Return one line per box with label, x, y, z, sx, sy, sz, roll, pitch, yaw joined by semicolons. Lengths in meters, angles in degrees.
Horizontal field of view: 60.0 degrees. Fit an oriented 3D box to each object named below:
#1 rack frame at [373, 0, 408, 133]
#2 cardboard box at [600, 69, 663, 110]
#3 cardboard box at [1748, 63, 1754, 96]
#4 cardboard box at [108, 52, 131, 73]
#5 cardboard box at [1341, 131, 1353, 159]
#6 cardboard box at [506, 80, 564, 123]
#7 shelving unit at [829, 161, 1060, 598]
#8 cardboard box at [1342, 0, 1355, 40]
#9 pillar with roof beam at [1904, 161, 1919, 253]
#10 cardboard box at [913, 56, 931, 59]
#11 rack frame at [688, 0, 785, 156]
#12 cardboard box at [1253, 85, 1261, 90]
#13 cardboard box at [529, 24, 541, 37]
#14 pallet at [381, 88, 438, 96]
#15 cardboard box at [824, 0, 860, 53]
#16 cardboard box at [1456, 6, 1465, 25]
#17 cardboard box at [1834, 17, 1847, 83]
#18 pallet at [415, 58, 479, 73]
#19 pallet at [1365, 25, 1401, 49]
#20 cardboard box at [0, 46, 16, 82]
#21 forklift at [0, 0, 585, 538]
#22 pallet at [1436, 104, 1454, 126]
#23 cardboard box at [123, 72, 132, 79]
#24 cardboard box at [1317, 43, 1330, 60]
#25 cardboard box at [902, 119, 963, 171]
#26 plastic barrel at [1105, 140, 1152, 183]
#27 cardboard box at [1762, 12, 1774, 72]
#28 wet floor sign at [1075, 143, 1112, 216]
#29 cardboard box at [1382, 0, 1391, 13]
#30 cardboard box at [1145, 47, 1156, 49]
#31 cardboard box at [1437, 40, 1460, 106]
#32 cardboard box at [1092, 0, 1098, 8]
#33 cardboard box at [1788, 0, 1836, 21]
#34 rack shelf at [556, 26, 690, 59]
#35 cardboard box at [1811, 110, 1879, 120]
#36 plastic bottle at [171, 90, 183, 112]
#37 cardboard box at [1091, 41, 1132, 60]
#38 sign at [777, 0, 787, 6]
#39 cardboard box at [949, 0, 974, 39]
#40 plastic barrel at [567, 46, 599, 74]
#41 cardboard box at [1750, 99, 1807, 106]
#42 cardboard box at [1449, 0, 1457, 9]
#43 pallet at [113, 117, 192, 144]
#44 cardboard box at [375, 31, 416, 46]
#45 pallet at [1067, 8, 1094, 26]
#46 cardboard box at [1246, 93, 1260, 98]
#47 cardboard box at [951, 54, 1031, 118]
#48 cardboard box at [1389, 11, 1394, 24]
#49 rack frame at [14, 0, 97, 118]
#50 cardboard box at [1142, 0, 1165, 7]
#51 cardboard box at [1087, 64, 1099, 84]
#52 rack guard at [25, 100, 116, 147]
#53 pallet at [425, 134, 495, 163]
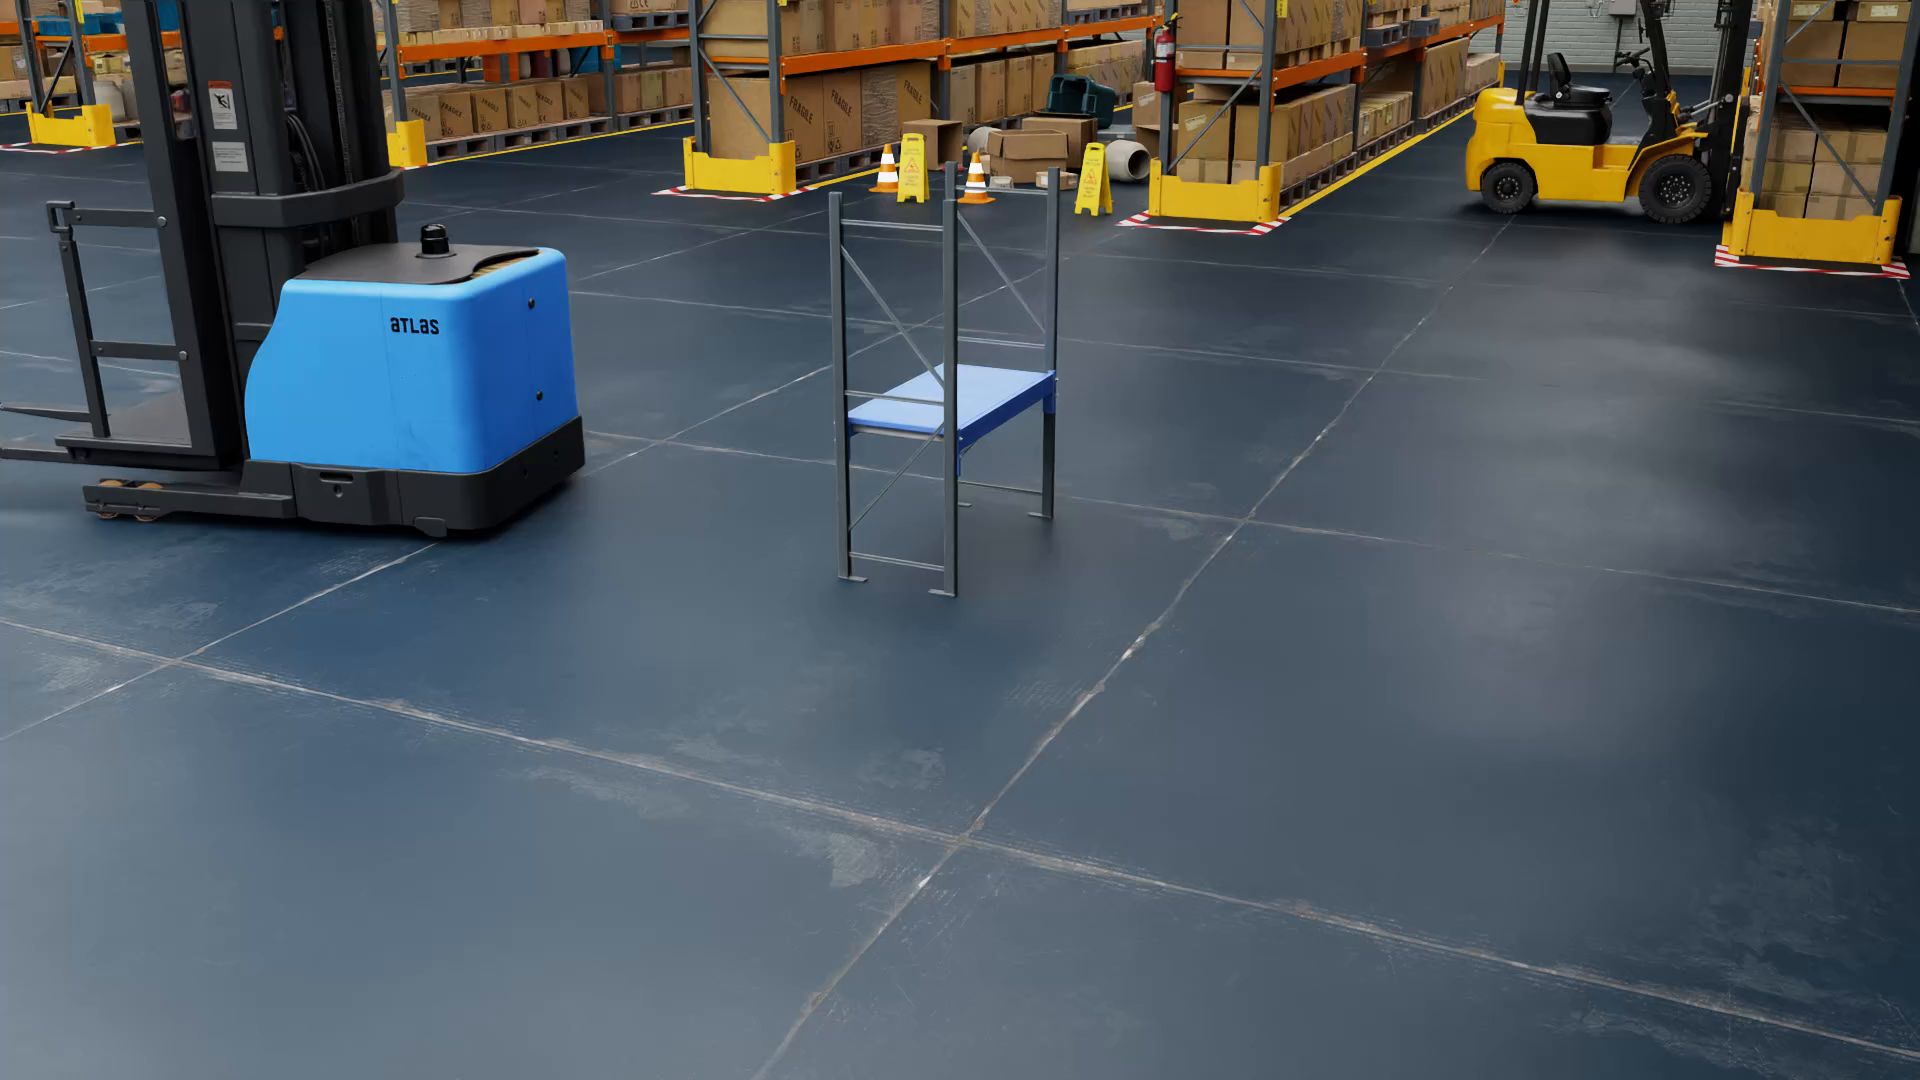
rack frame;-6.734;-5.746;18.649;1.000;3.000;0.127;9;21;23
cardboard box;-4.612;-6.326;23.354;0.700;0.500;0.500;8;21;22
cardboard box;12.242;-6.870;24.914;0.700;0.500;0.500;8;21;21
cardboard box;-13.525;-7.740;26.896;0.500;0.311;0.500;8;21;22
cardboard box;3.949;-4.294;18.042;0.500;0.250;0.500;10;22;25
cardboard box;-5.524;-5.696;21.612;0.500;0.500;0.500;17;26;40
shelving unit;-0.035;-0.681;6.644;0.538;1.500;1.048;9;21;23
cardboard box;3.786;-5.468;17.274;0.500;0.500;0.500;9;22;25
pillar with roof beam;4.017;-7.213;13.820;9.100;9.000;0.400;9;21;23
cardboard box;-1.108;-9.077;30.559;0.875;0.875;0.875;9;21;23
rack frame;-2.250;-5.034;16.648;1.000;3.000;0.127;9;21;23
cardboard box;3.035;-4.757;17.257;0.380;0.149;0.250;10;22;26
cardboard box;-5.473;-6.369;20.776;0.380;0.149;0.250;9;21;23
pallet;-8.830;-6.954;26.208;1.003;0.211;1.213;9;21;23
cardboard box;-1.590;-5.550;17.874;0.875;0.550;0.550;9;21;23
cardboard box;7.058;-7.656;24.245;0.500;0.250;0.500;8;21;22
cardboard box;7.487;-4.029;13.672;0.500;0.500;0.500;9;22;24
pallet;-10.574;-9.670;33.846;1.003;0.211;1.213;9;21;23
pallet;4.391;-5.732;18.897;1.003;0.211;1.213;9;21;23
cardboard box;-14.539;-7.108;24.838;0.500;0.500;0.500;9;21;23
forklift;-3.317;-1.626;7.168;3.031;2.935;1.130;4;20;12
pallet;6.476;-6.120;23.863;1.003;0.211;1.213;9;21;23
cardboard box;-13.530;-7.477;26.993;0.500;0.250;0.500;9;22;24
cardboard box;3.474;-4.882;16.594;0.380;0.149;0.250;9;21;23
cardboard box;-0.311;-4.465;18.775;0.500;0.500;0.500;13;23;32
plastic barrel;1.772;-4.011;17.617;0.421;0.421;0.512;-9;22;-24
cardboard box;7.426;-4.409;14.740;0.500;0.500;0.500;9;21;23
wet floor sign;1.253;-3.366;15.469;0.267;0.644;0.232;18;26;41
cardboard box;4.604;-6.251;18.850;0.500;0.500;0.500;9;21;23
cardboard box;3.554;-8.787;29.939;0.380;0.149;0.250;8;21;23
cardboard box;6.678;-6.773;24.083;0.875;0.875;0.875;9;22;24
cardboard box;1.829;-7.997;24.728;0.380;0.149;0.250;9;22;24
cardboard box;6.724;-4.203;13.194;0.380;0.149;0.250;9;21;23
rack shelf;-4.277;-7.241;23.927;1.077;0.370;4.000;9;21;23
cardboard box;7.839;-3.661;14.771;0.500;0.250;0.500;8;21;22
plastic bottle;-10.772;-6.044;22.896;0.152;0.276;0.135;9;21;23
cardboard box;2.367;-7.658;26.011;0.500;0.250;0.500;10;22;25
sign;-1.746;-5.402;16.271;0.100;0.325;0.005;9;21;23
cardboard box;-0.151;-6.428;20.418;0.500;0.500;0.500;9;21;23
plastic barrel;-6.867;-8.923;30.086;0.600;0.901;0.708;9;21;23
cardboard box;7.772;-4.043;15.844;0.500;0.250;0.500;9;21;23
cardboard box;6.664;-7.579;23.282;0.500;0.250;0.500;9;21;24
pallet;-10.926;-5.389;21.807;1.003;0.211;1.213;9;21;23
cardboard box;-6.399;-5.682;18.844;0.380;0.149;0.250;9;21;23
pallet;1.221;-7.622;24.211;1.213;0.211;1.003;9;21;23
cardboard box;2.821;-4.236;16.760;0.500;0.500;0.500;8;21;21
cardboard box;0.340;-6.176;22.590;1.050;0.750;0.750;9;21;24
cardboard box;4.863;-6.134;19.490;0.380;0.149;0.250;9;21;23
rack frame;-11.252;-6.425;20.560;1.000;3.000;0.127;9;21;23
cardboard box;3.097;-9.007;27.225;0.500;0.500;0.500;8;21;22
cardboard box;1.751;-6.835;24.816;0.500;0.500;0.500;9;21;23
rack guard;-11.264;-5.277;21.062;1.175;0.500;0.348;9;21;23
pallet;-6.338;-4.699;19.866;1.003;0.211;1.213;9;21;23
